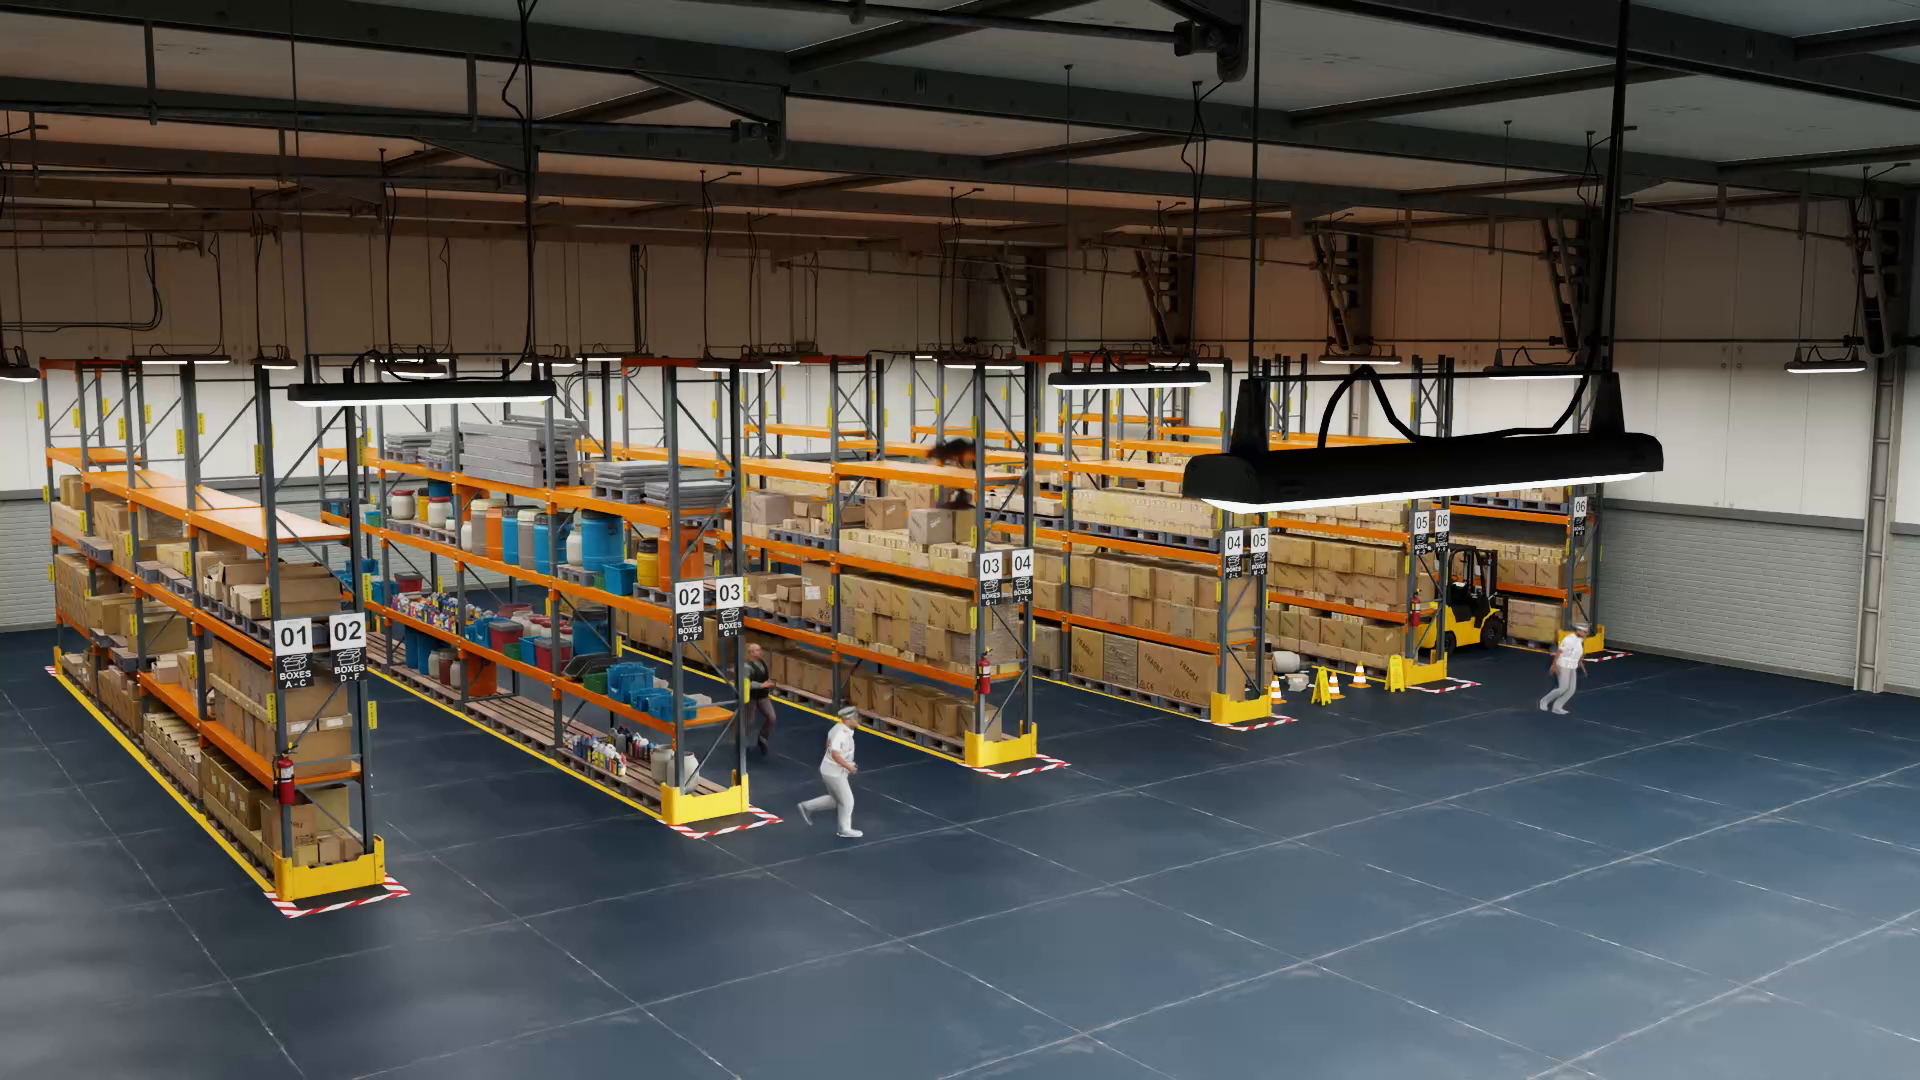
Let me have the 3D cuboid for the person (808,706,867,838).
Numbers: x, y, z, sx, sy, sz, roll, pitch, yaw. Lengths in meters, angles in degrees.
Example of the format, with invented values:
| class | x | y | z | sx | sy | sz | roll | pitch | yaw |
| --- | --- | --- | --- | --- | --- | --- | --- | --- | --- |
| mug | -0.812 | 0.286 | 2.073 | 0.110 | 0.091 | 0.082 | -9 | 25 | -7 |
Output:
| class | x | y | z | sx | sy | sz | roll | pitch | yaw |
| --- | --- | --- | --- | --- | --- | --- | --- | --- | --- |
| person | -1.553 | 2.962 | 21.130 | 0.755 | 1.728 | 0.649 | 0 | 7 | 0 |

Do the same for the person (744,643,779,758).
| class | x | y | z | sx | sy | sz | roll | pitch | yaw |
| --- | --- | --- | --- | --- | --- | --- | --- | --- | --- |
| person | -3.072 | 2.446 | 25.345 | 0.834 | 1.773 | 0.609 | 5 | 9 | 37 |

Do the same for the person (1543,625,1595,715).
| class | x | y | z | sx | sy | sz | roll | pitch | yaw |
| --- | --- | --- | --- | --- | --- | --- | --- | --- | --- |
| person | 10.297 | 2.186 | 28.082 | 0.695 | 1.556 | 0.659 | -6 | 9 | -41 |
